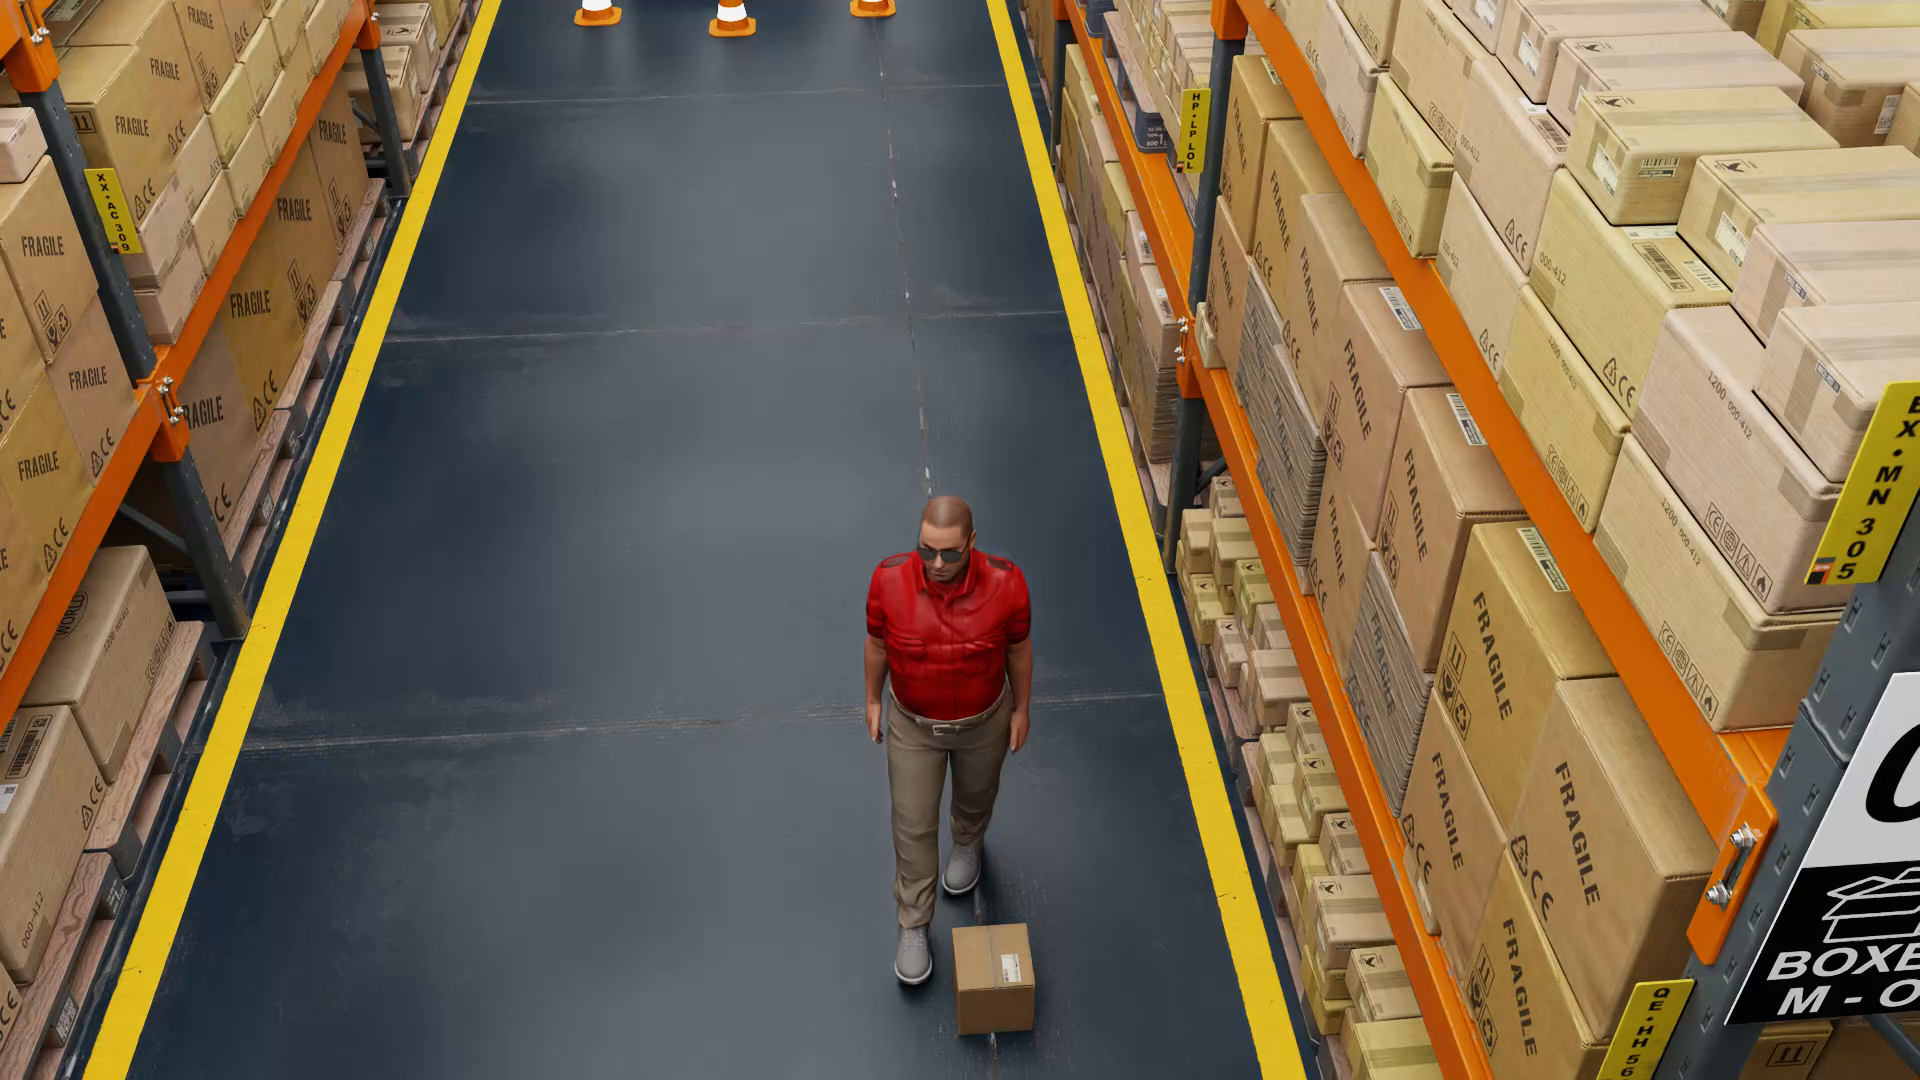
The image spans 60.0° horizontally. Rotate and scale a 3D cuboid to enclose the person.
[{"bbox_3d":[-0.039,0.647,5.358,0.553,1.713,0.731,0,39,0],"label":"person"}]
